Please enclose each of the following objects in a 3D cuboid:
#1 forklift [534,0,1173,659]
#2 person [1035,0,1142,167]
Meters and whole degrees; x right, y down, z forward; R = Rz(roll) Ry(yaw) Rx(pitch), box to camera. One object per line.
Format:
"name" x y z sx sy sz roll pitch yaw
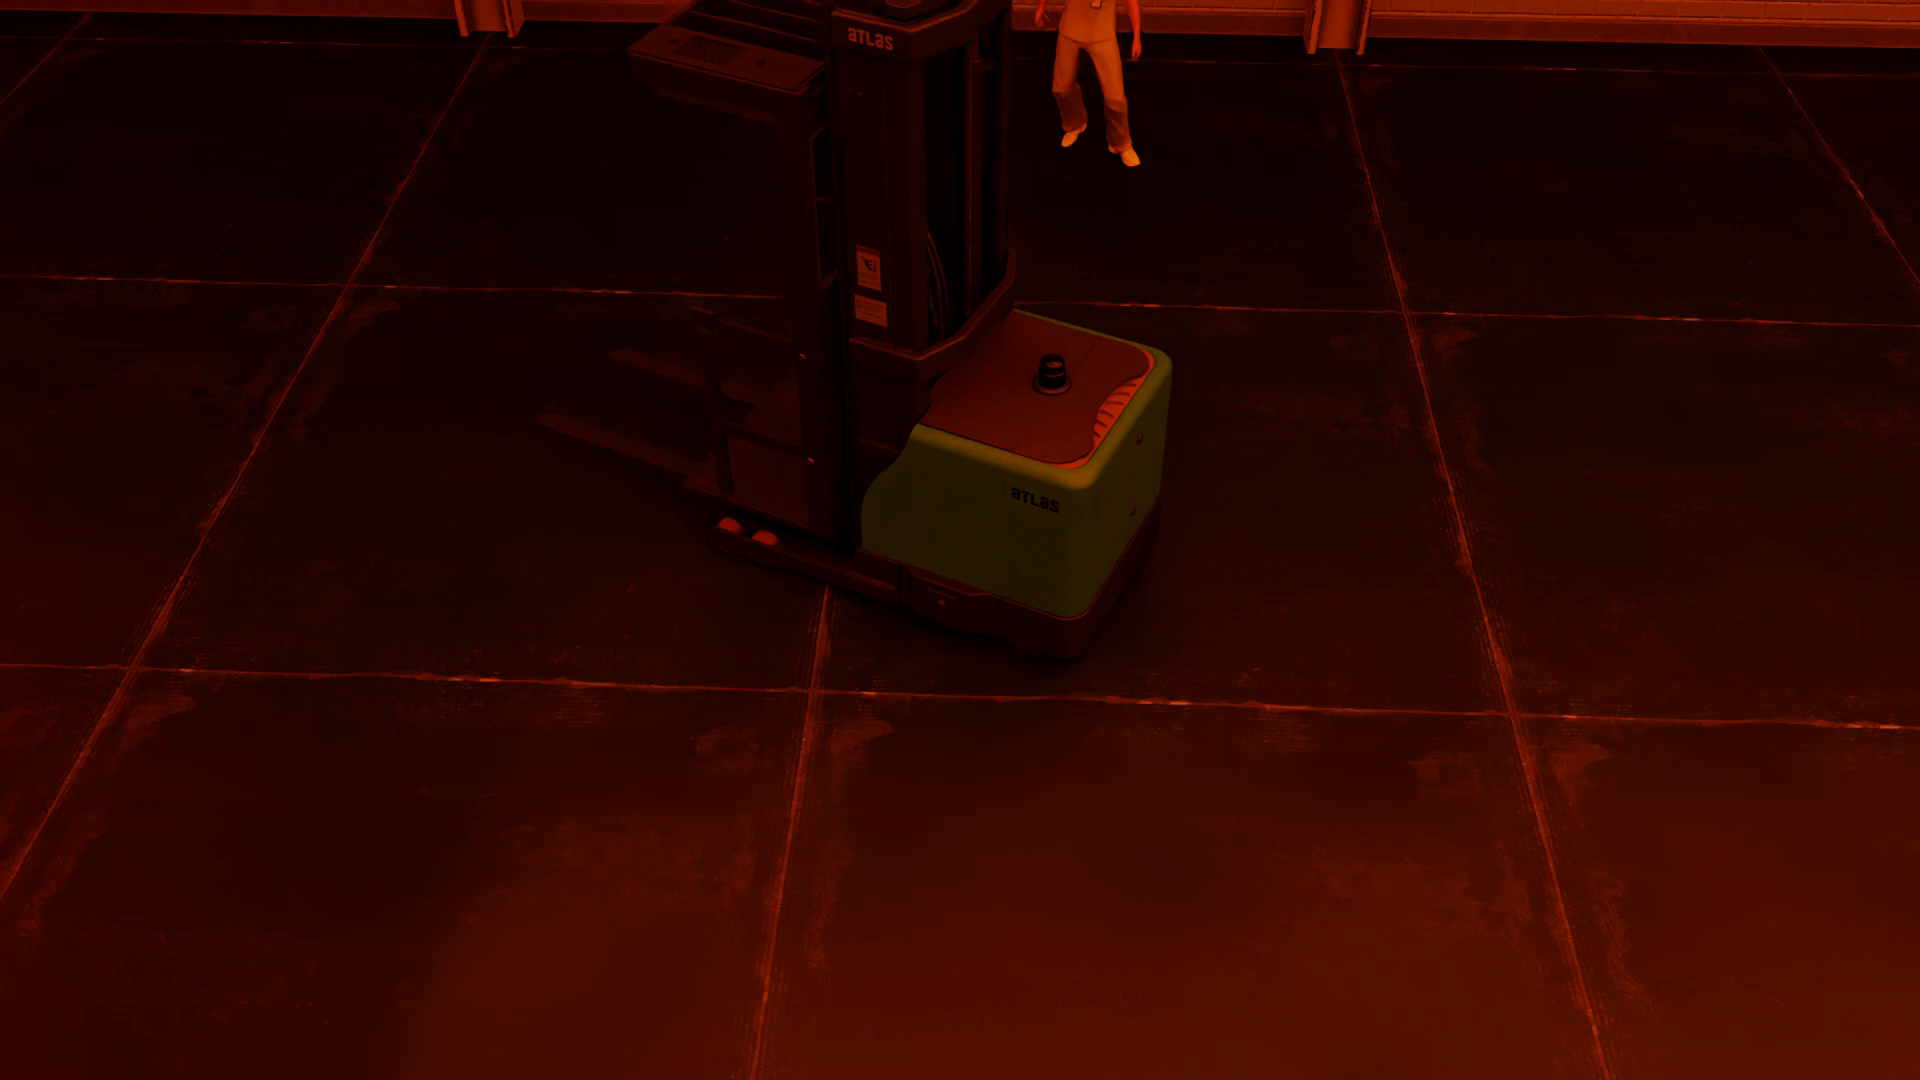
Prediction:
"forklift" -0.614 -1.261 7.123 3.031 2.935 1.130 19 46 19
"person" 0.818 -3.105 10.156 0.800 1.651 0.461 19 46 20
